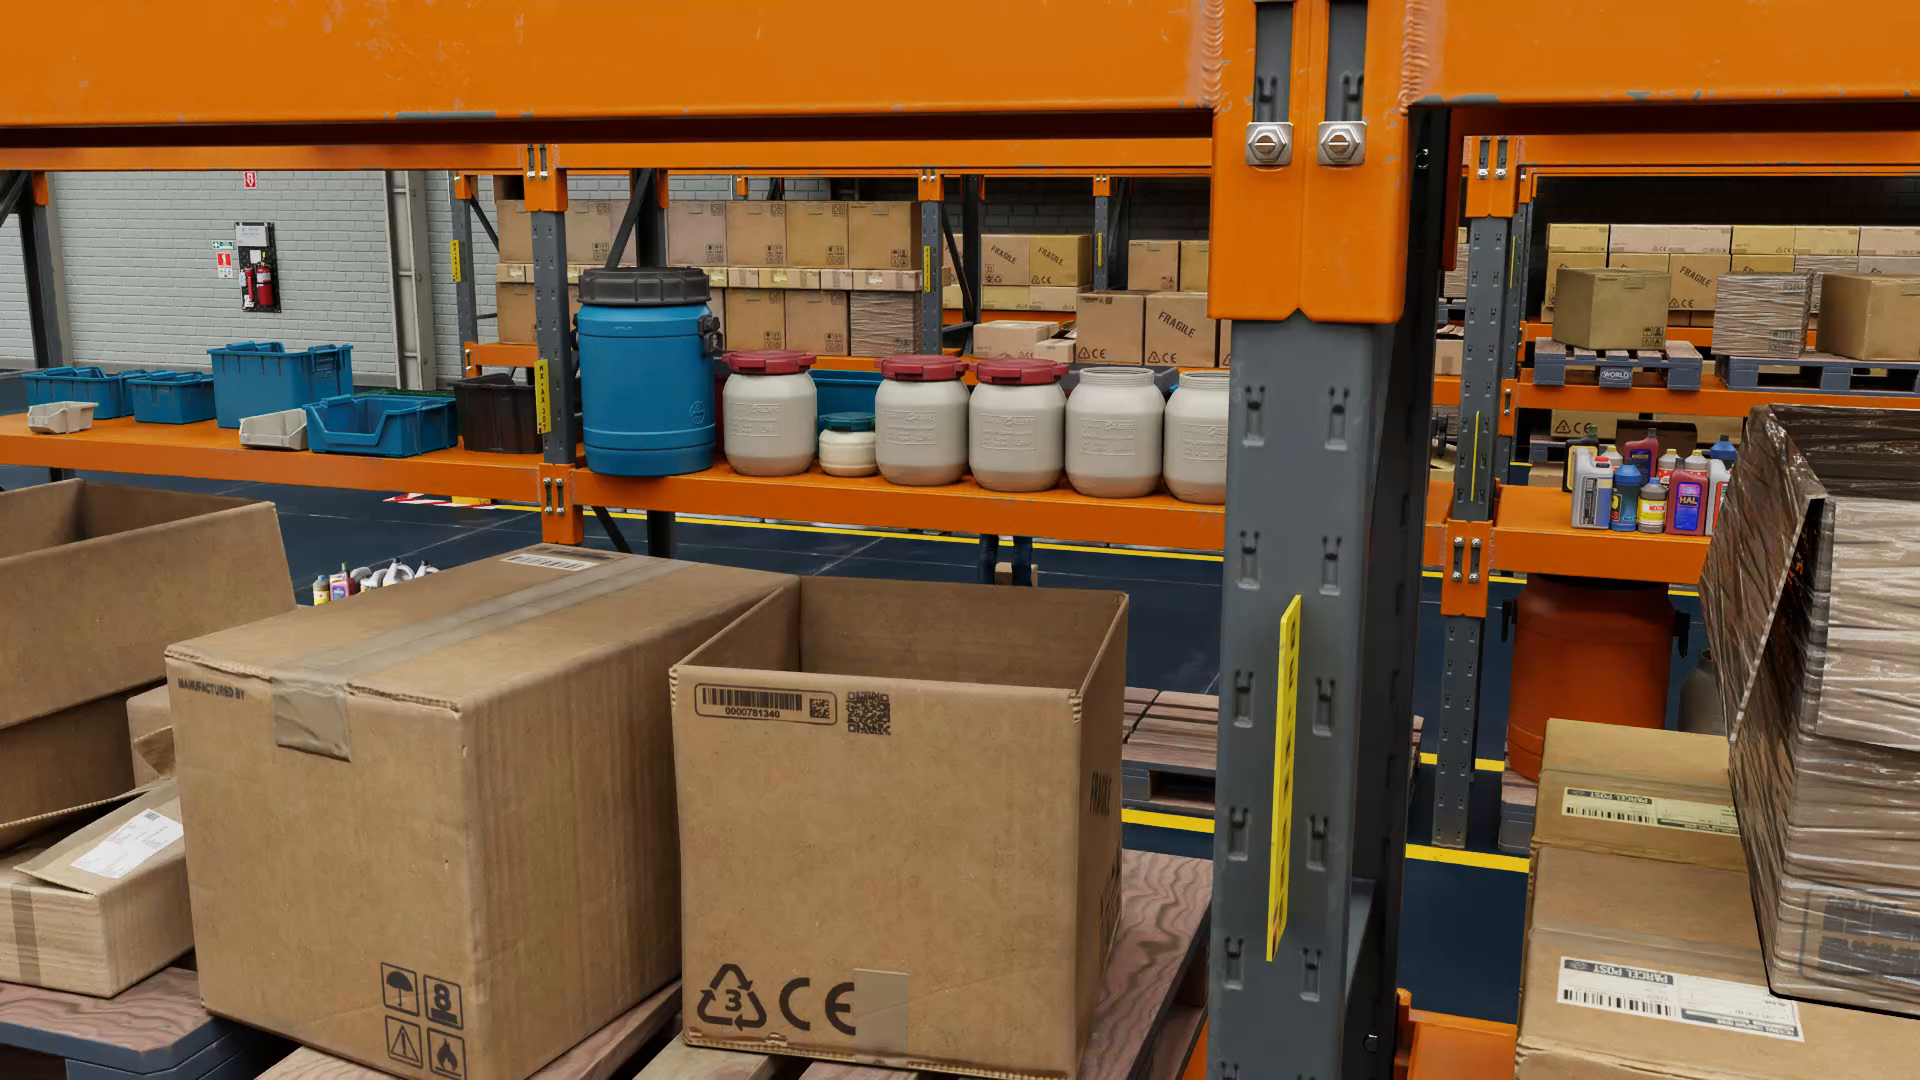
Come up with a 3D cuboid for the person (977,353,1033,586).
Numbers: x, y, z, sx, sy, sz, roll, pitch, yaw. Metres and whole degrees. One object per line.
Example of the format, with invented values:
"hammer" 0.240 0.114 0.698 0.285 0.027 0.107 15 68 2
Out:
"person" 0.264 -0.314 9.956 0.461 1.592 0.347 4 13 18
